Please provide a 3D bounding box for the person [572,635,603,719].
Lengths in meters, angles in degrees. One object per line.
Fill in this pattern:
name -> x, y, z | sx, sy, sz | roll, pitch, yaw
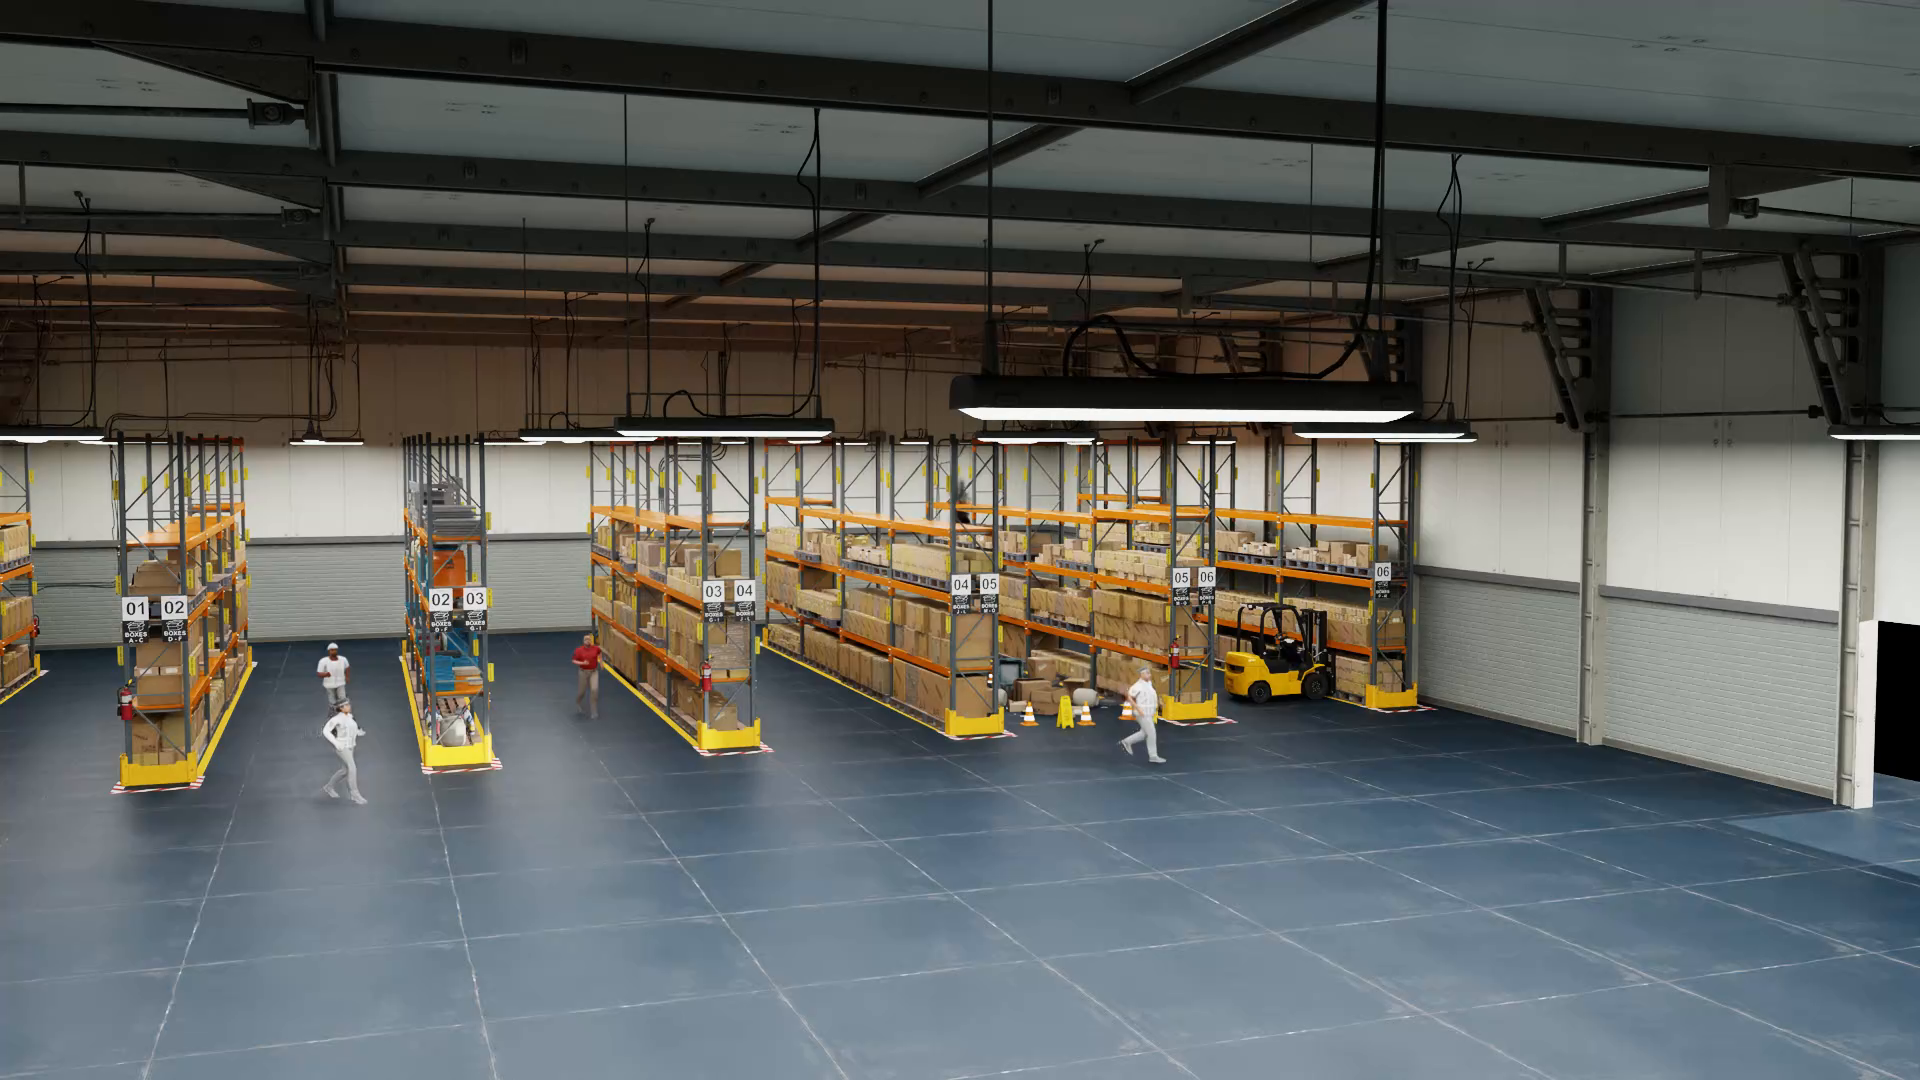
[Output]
person -> -7.922, 2.939, 35.451 | 0.671, 1.691, 0.797 | -1, 3, -23

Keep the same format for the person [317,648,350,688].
person -> -12.637, 3.003, 33.642 | 0.676, 1.752, 0.657 | -2, 4, -31

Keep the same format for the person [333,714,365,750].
person -> -9.838, 3.077, 26.759 | 0.480, 0.570, 0.436 | 0, 3, 7

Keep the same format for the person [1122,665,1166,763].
person -> 3.367, 3.149, 30.303 | 0.873, 1.753, 0.427 | 2, 4, 30
